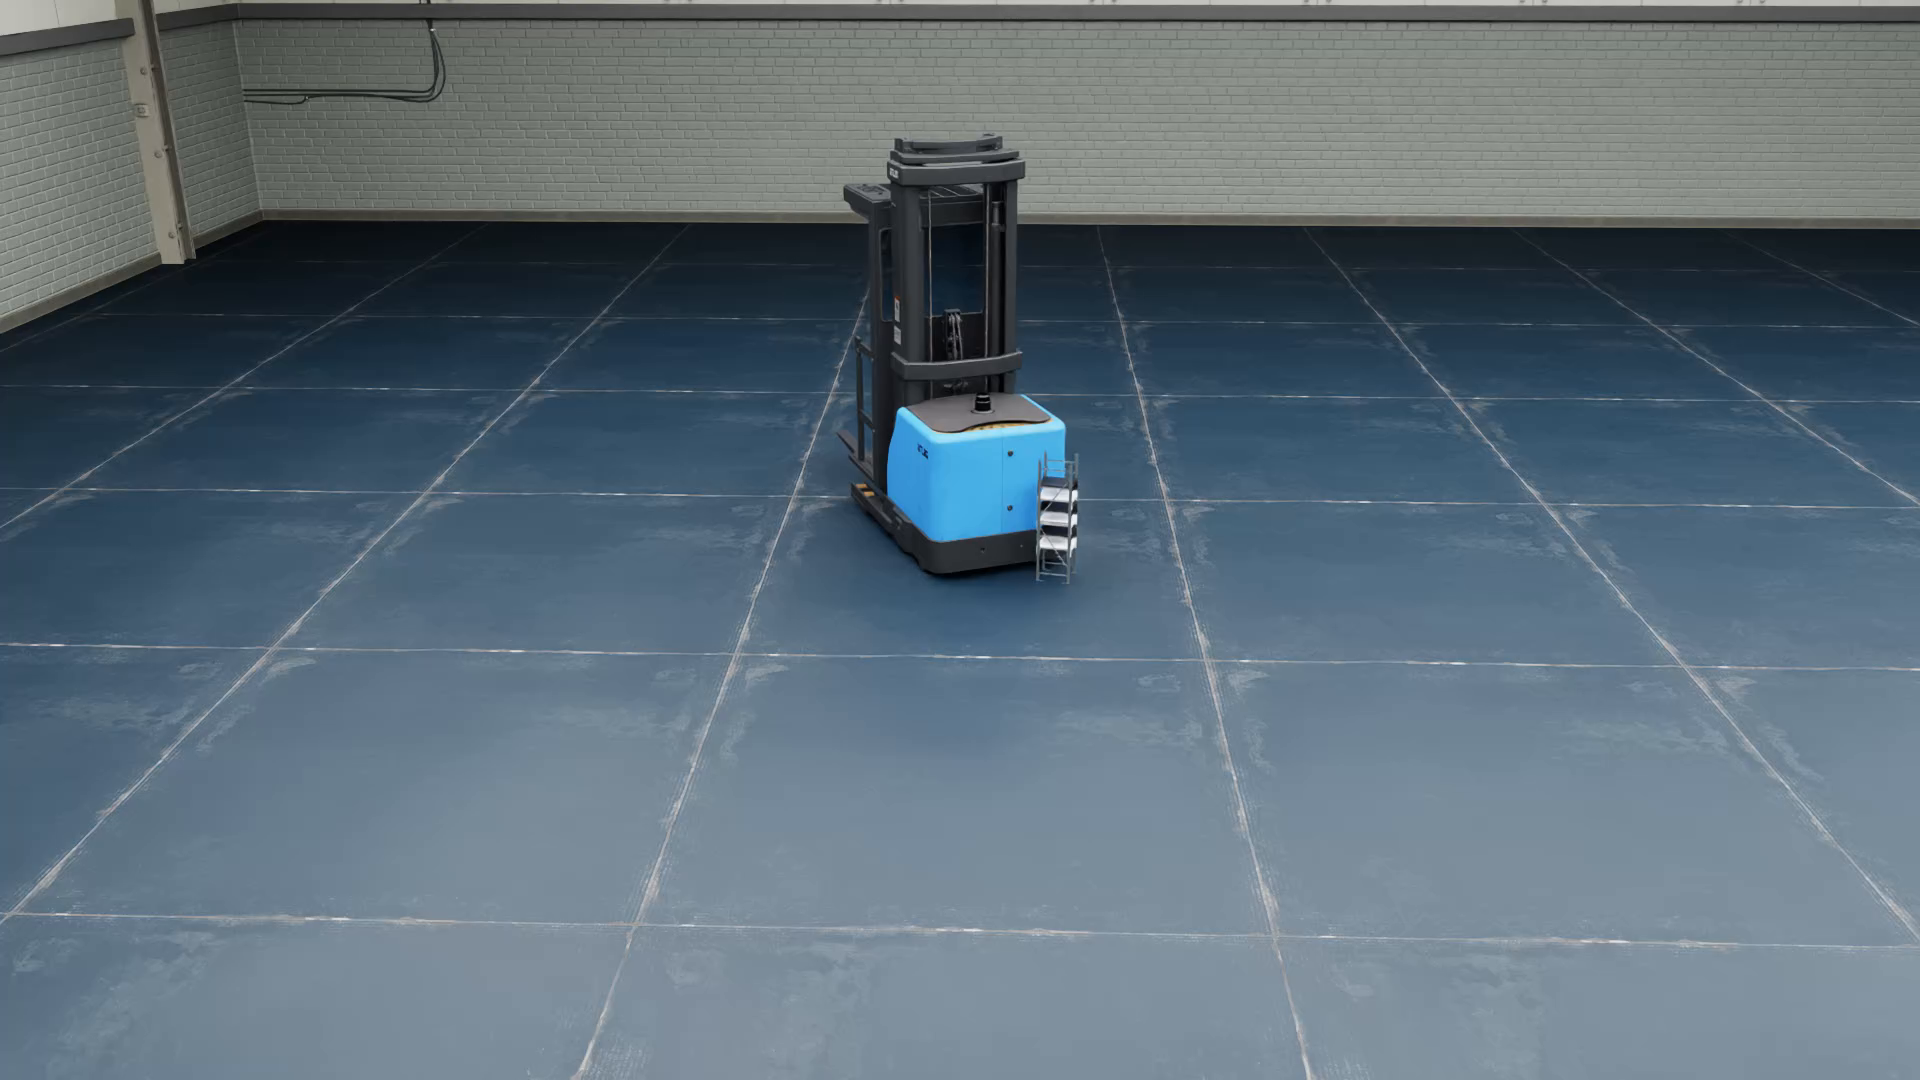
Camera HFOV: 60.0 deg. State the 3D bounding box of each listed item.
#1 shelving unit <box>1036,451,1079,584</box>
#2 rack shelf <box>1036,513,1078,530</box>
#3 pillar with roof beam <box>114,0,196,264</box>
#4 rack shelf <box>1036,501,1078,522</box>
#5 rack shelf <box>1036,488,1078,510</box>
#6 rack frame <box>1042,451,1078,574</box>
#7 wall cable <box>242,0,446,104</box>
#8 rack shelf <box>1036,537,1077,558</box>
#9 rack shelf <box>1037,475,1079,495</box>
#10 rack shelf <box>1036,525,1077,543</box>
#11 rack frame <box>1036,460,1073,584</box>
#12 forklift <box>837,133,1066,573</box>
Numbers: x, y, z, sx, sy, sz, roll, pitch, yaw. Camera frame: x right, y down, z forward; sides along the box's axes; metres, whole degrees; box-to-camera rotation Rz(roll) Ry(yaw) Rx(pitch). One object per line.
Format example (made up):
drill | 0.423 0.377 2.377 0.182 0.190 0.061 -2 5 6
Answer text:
shelving unit | 0.681 -0.154 11.683 0.258 0.900 0.210 5 22 13
rack shelf | 0.681 -0.123 11.695 0.258 0.077 0.200 5 22 13
pillar with roof beam | -6.084 -7.858 20.340 9.100 9.000 0.400 1 21 2
rack shelf | 0.681 -0.207 11.662 0.258 0.077 0.200 5 22 13
rack shelf | 0.681 -0.291 11.630 0.258 0.077 0.200 5 22 13
rack frame | 0.706 -0.190 11.775 0.240 0.900 0.006 5 22 13
wall cable | -8.975 -7.508 23.732 3.097 2.526 0.112 1 21 2
rack shelf | 0.681 0.044 11.760 0.258 0.077 0.200 5 22 13
rack shelf | 0.681 -0.375 11.597 0.258 0.077 0.200 5 22 13
rack shelf | 0.681 -0.039 11.727 0.258 0.077 0.200 5 22 13
rack frame | 0.656 -0.119 11.591 0.240 0.900 0.006 5 22 13
forklift | -0.223 -1.631 12.681 1.130 2.935 3.031 -8 22 -19
